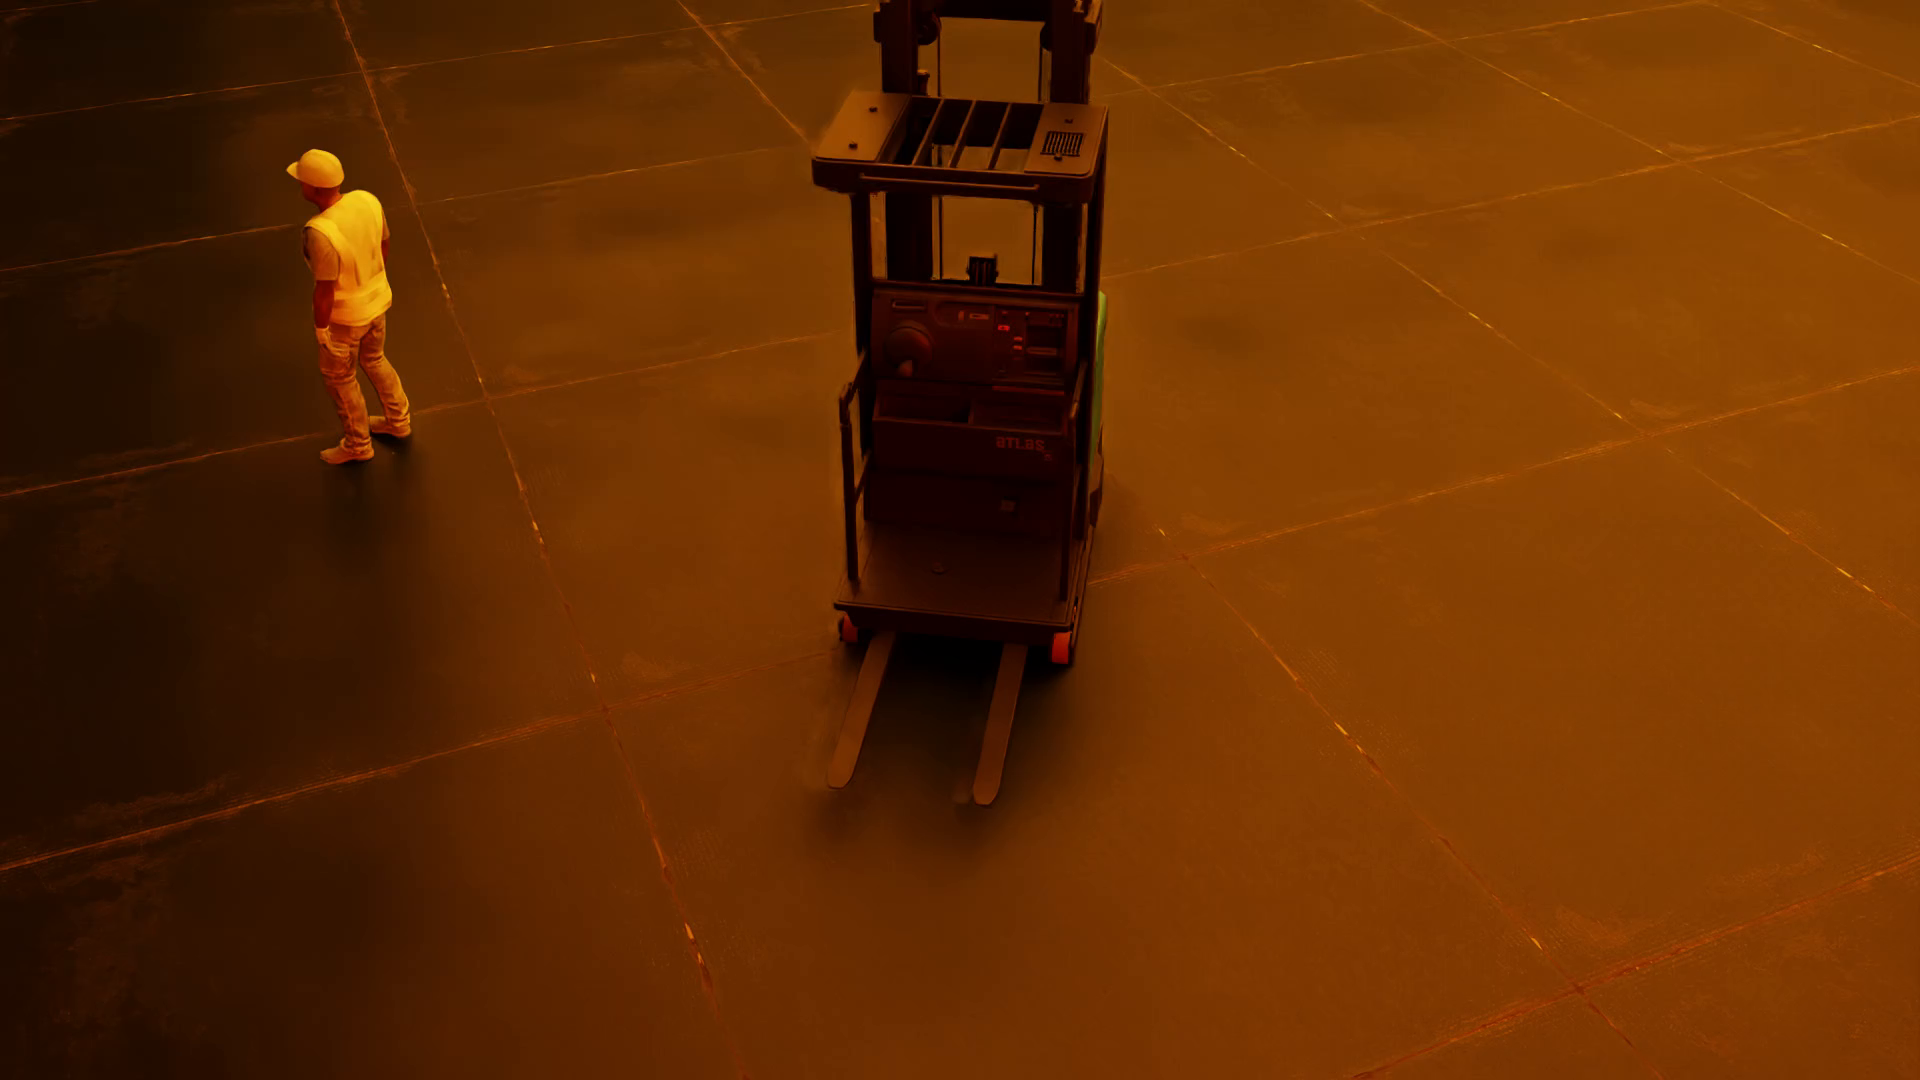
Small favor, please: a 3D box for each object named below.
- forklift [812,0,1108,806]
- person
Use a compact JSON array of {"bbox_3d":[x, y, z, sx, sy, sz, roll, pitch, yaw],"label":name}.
[{"bbox_3d":[0.030,-0.835,7.272,1.130,2.935,3.031,5,36,7],"label":"forklift"},{"bbox_3d":[-3.280,-1.243,8.855,0.501,1.801,0.649,10,37,14],"label":"person"}]
